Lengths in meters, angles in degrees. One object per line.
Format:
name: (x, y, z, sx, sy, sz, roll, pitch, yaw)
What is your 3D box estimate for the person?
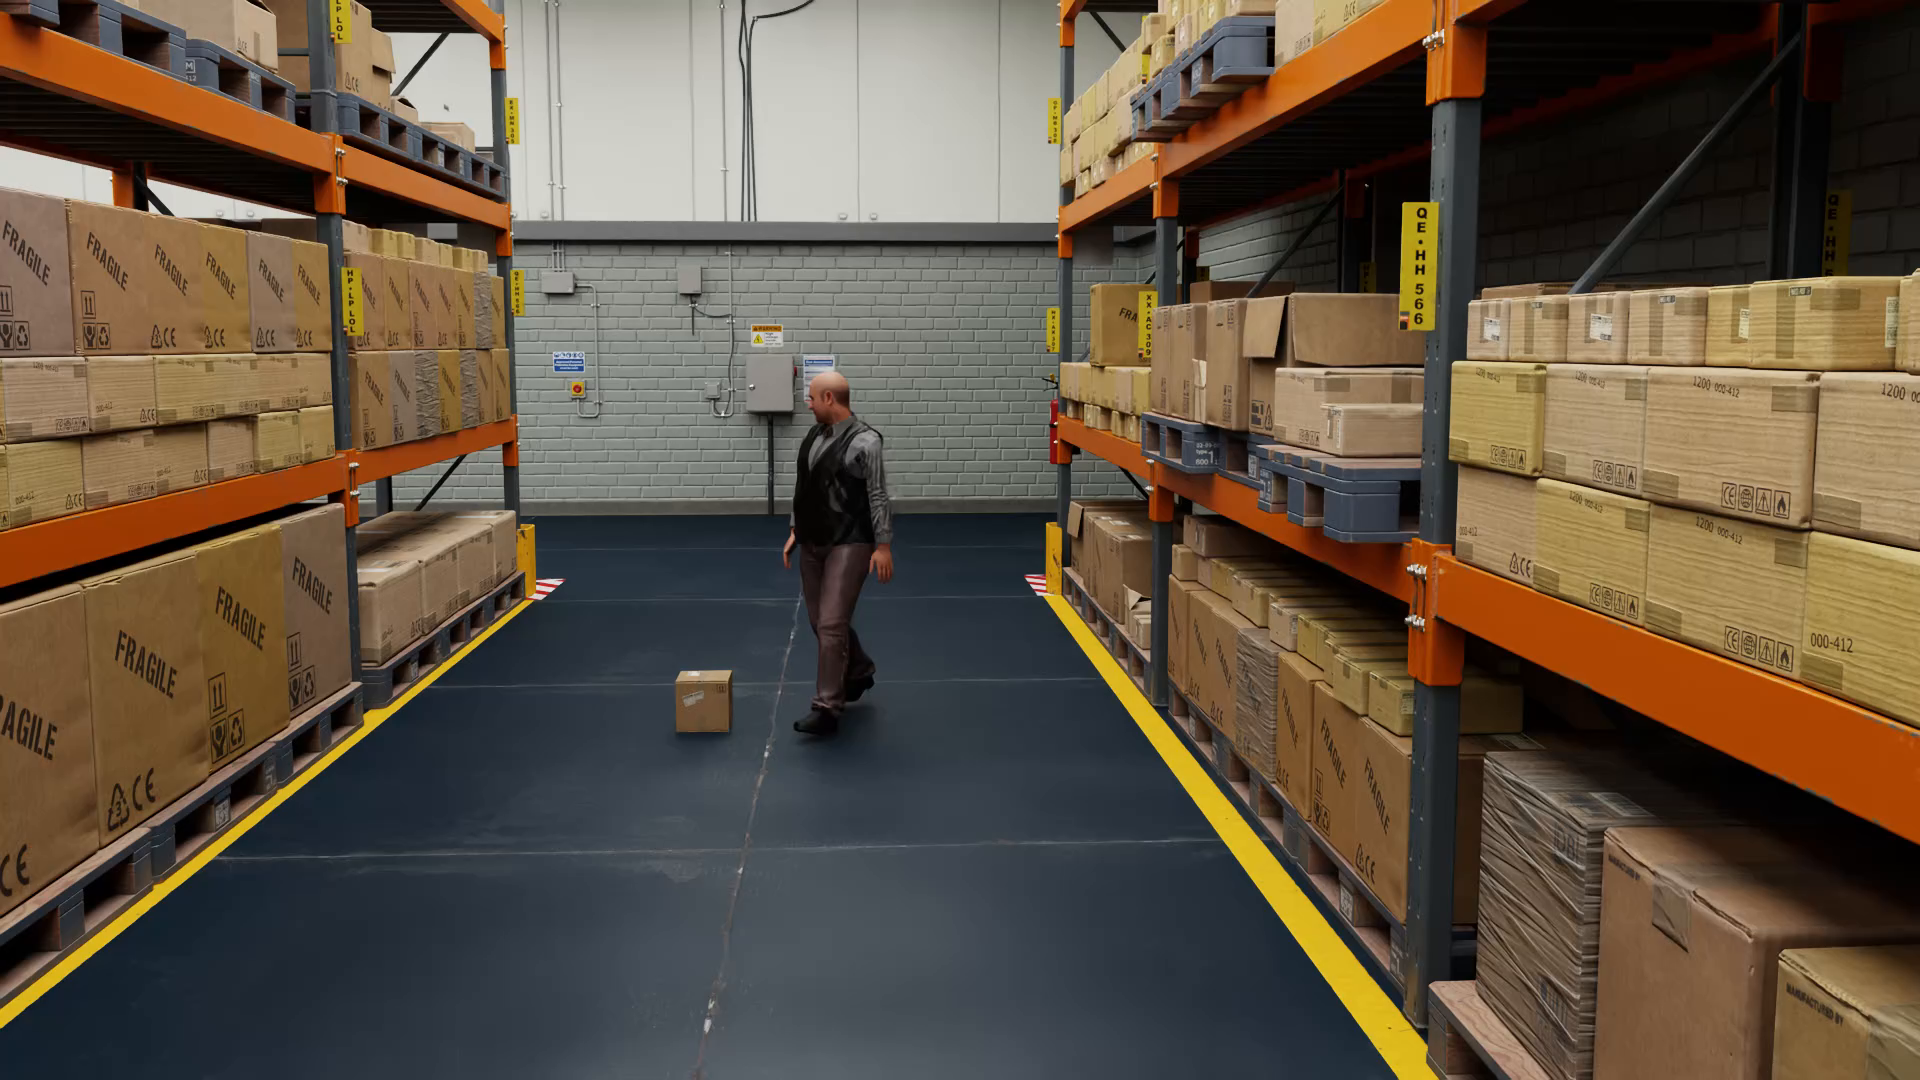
person: (-0.618, 0.037, 8.043, 0.561, 1.698, 0.846, 6, 9, 42)
